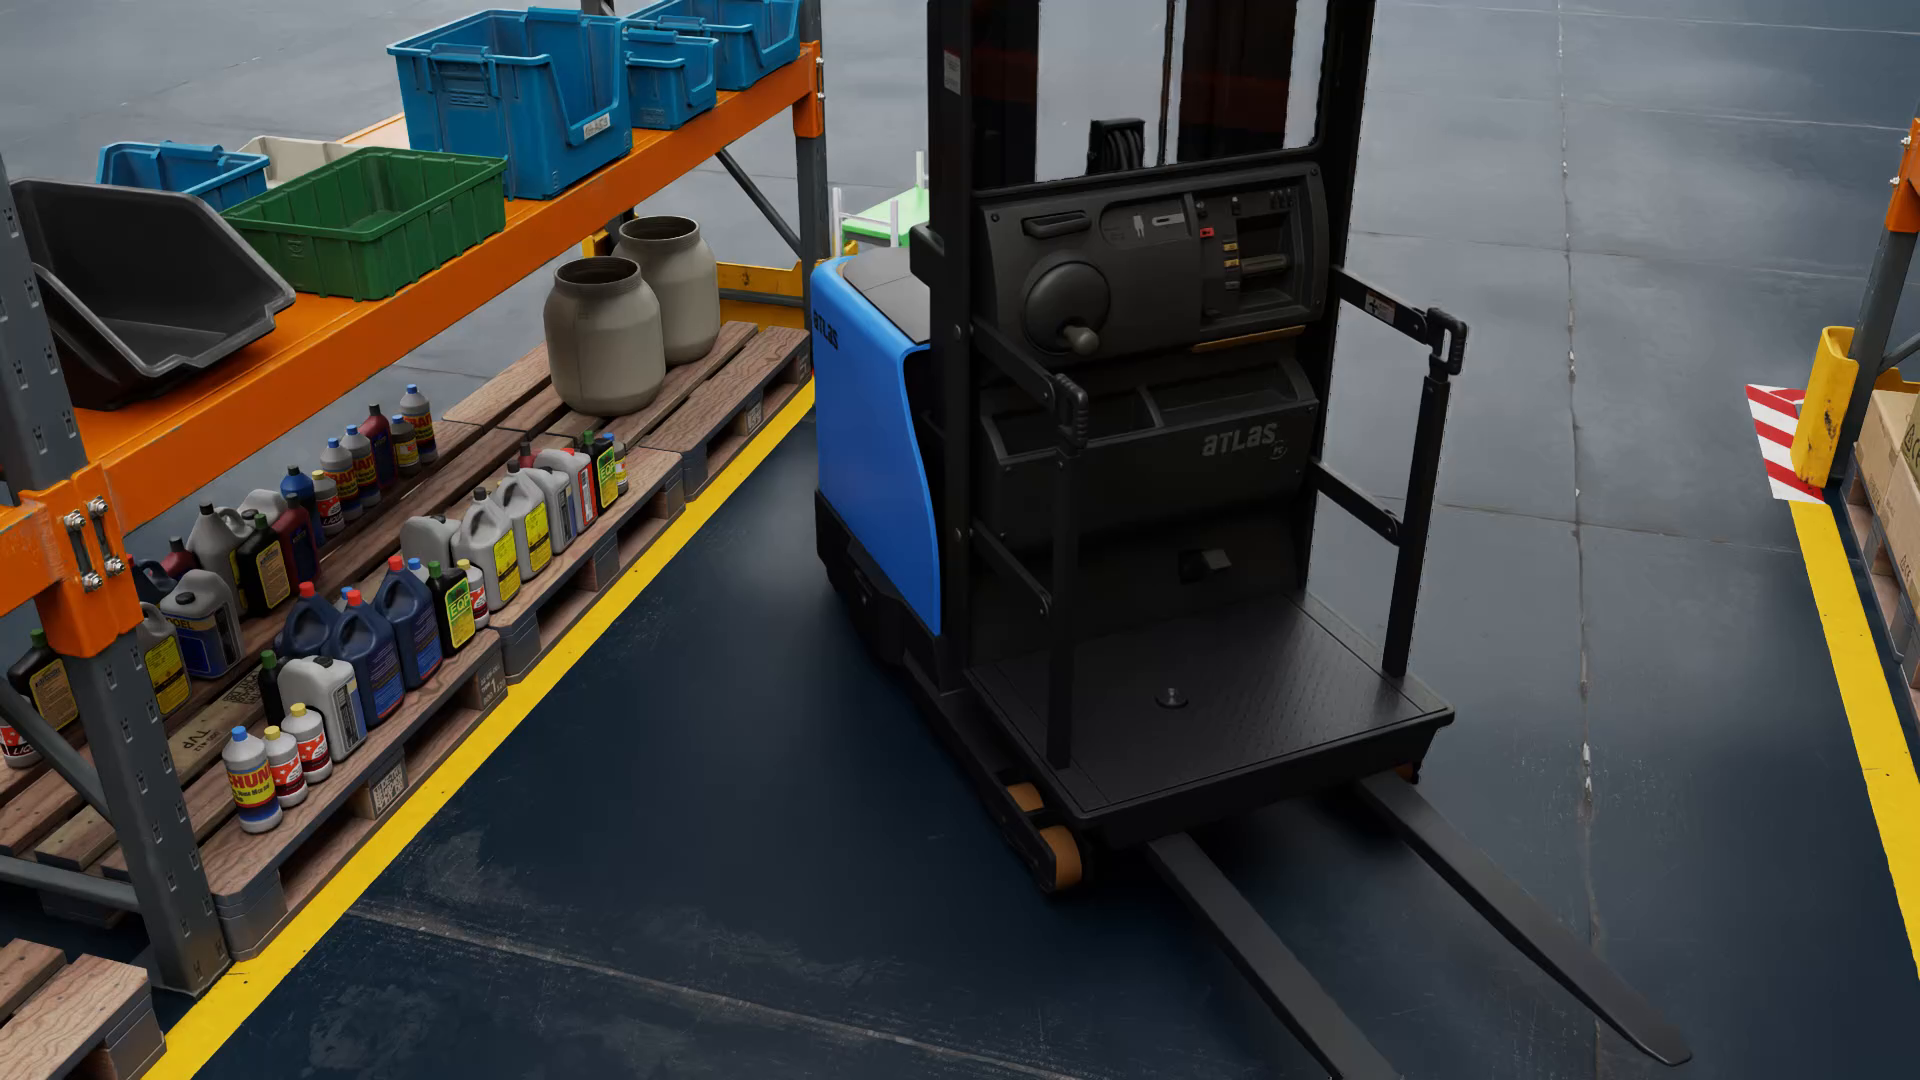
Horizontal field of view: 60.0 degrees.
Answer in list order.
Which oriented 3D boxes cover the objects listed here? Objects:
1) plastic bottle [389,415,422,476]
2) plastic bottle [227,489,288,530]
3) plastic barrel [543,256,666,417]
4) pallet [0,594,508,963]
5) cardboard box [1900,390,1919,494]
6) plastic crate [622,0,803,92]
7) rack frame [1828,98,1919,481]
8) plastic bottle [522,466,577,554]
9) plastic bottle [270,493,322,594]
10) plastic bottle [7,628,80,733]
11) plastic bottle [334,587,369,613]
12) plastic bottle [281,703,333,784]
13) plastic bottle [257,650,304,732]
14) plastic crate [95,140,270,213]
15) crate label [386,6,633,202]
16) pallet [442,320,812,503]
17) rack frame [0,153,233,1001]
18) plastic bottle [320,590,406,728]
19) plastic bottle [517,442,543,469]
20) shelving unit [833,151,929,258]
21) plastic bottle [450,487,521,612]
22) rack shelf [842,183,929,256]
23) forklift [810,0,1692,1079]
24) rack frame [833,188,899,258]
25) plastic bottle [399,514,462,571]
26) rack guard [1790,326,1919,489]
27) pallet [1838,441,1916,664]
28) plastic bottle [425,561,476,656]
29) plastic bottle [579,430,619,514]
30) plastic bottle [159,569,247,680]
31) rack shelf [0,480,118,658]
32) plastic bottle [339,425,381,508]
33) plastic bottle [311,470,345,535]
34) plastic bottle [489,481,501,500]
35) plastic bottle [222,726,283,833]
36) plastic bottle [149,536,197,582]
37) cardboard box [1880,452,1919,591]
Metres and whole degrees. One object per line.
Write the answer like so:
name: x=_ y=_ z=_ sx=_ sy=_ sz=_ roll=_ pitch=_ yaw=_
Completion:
plastic bottle: x=-1.906 y=-0.329 z=5.683 sx=0.097 sy=0.201 sz=0.097 roll=0 pitch=29 yaw=0
plastic bottle: x=-2.104 y=-0.004 z=5.021 sx=0.152 sy=0.276 sz=0.135 roll=9 pitch=30 yaw=16
plastic barrel: x=-1.313 y=-0.753 z=6.145 sx=0.421 sy=0.512 sz=0.421 roll=0 pitch=29 yaw=0
pallet: x=-1.983 y=0.565 z=4.517 sx=1.003 sy=0.211 sz=1.213 roll=8 pitch=30 yaw=15
cardboard box: x=3.173 y=-0.357 z=4.932 sx=0.500 sy=0.500 sz=0.500 roll=8 pitch=30 yaw=15
plastic crate: x=-0.907 y=-1.866 z=6.172 sx=0.499 sy=0.251 sz=0.616 roll=8 pitch=30 yaw=15
rack frame: x=3.688 y=-1.498 z=5.357 sx=1.000 sy=3.000 sz=0.127 roll=8 pitch=30 yaw=15
plastic bottle: x=-1.307 y=-0.115 z=5.220 sx=0.152 sy=0.276 sz=0.135 roll=8 pitch=30 yaw=13
plastic bottle: x=-2.002 y=0.008 z=4.992 sx=0.061 sy=0.283 sz=0.133 roll=8 pitch=30 yaw=15
plastic bottle: x=-2.394 y=0.377 z=4.329 sx=0.061 sy=0.283 sz=0.133 roll=10 pitch=31 yaw=17
plastic bottle: x=-1.659 y=0.252 z=4.565 sx=0.097 sy=0.271 sz=0.097 roll=0 pitch=29 yaw=0
plastic bottle: x=-1.647 y=0.503 z=4.186 sx=0.097 sy=0.201 sz=0.097 roll=0 pitch=29 yaw=0
plastic bottle: x=-1.740 y=0.393 z=4.300 sx=0.061 sy=0.283 sz=0.133 roll=8 pitch=30 yaw=15
plastic crate: x=-2.154 y=-0.835 z=4.319 sx=0.499 sy=0.251 sz=0.616 roll=8 pitch=30 yaw=15
crate label: x=-1.327 y=-1.328 z=5.015 sx=0.502 sy=0.435 sz=0.616 roll=8 pitch=30 yaw=15
pallet: x=-1.267 y=-0.569 z=6.556 sx=1.003 sy=0.211 sz=1.213 roll=8 pitch=30 yaw=15
rack frame: x=-2.220 y=-0.347 z=3.289 sx=1.000 sy=3.000 sz=0.127 roll=8 pitch=30 yaw=15
plastic bottle: x=-1.586 y=0.302 z=4.394 sx=0.144 sy=0.351 sz=0.185 roll=9 pitch=30 yaw=16
plastic bottle: x=-1.368 y=-0.197 z=5.360 sx=0.061 sy=0.283 sz=0.133 roll=8 pitch=30 yaw=15
shelving unit: x=-0.171 y=-0.666 z=5.713 sx=0.258 sy=1.200 sz=0.503 roll=17 pitch=33 yaw=27
plastic bottle: x=-1.406 y=0.017 z=4.907 sx=0.144 sy=0.351 sz=0.185 roll=8 pitch=30 yaw=14
rack shelf: x=-0.171 y=-1.029 z=5.510 sx=0.258 sy=0.148 sz=0.480 roll=17 pitch=33 yaw=27
forklift: x=0.582 y=-0.638 z=3.883 sx=1.130 sy=2.935 sz=3.031 roll=-12 pitch=31 yaw=-21
rack frame: x=-0.299 y=-0.565 z=5.531 sx=0.240 sy=1.200 sz=0.015 roll=17 pitch=33 yaw=27
plastic bottle: x=-1.555 y=0.040 z=4.942 sx=0.152 sy=0.276 sz=0.135 roll=8 pitch=30 yaw=15
rack guard: x=3.695 y=-0.417 z=5.985 sx=1.175 sy=0.500 sz=0.348 roll=8 pitch=30 yaw=15
pallet: x=3.504 y=0.082 z=5.385 sx=1.003 sy=0.211 sz=1.213 roll=8 pitch=30 yaw=15
plastic bottle: x=-1.442 y=0.173 z=4.695 sx=0.061 sy=0.283 sz=0.133 roll=10 pitch=31 yaw=17
plastic bottle: x=-1.183 y=-0.239 z=5.435 sx=0.061 sy=0.283 sz=0.133 roll=9 pitch=30 yaw=16
plastic bottle: x=-2.101 y=0.230 z=4.599 sx=0.152 sy=0.276 sz=0.135 roll=8 pitch=30 yaw=15
rack shelf: x=-2.807 y=0.896 z=1.793 sx=1.077 sy=0.370 sz=4.000 roll=8 pitch=30 yaw=15
plastic bottle: x=-1.976 y=-0.249 z=5.466 sx=0.097 sy=0.271 sz=0.097 roll=0 pitch=29 yaw=0
plastic bottle: x=-2.035 y=-0.126 z=5.316 sx=0.097 sy=0.201 sz=0.097 roll=0 pitch=29 yaw=0
plastic bottle: x=-1.431 y=-0.091 z=5.254 sx=0.097 sy=0.201 sz=0.097 roll=0 pitch=29 yaw=0
plastic bottle: x=-1.707 y=0.567 z=3.999 sx=0.097 sy=0.271 sz=0.097 roll=0 pitch=29 yaw=0
plastic bottle: x=-2.242 y=0.136 z=4.761 sx=0.061 sy=0.283 sz=0.133 roll=11 pitch=31 yaw=18
cardboard box: x=3.175 y=-0.029 z=5.114 sx=0.500 sy=0.250 sz=0.500 roll=8 pitch=30 yaw=15
